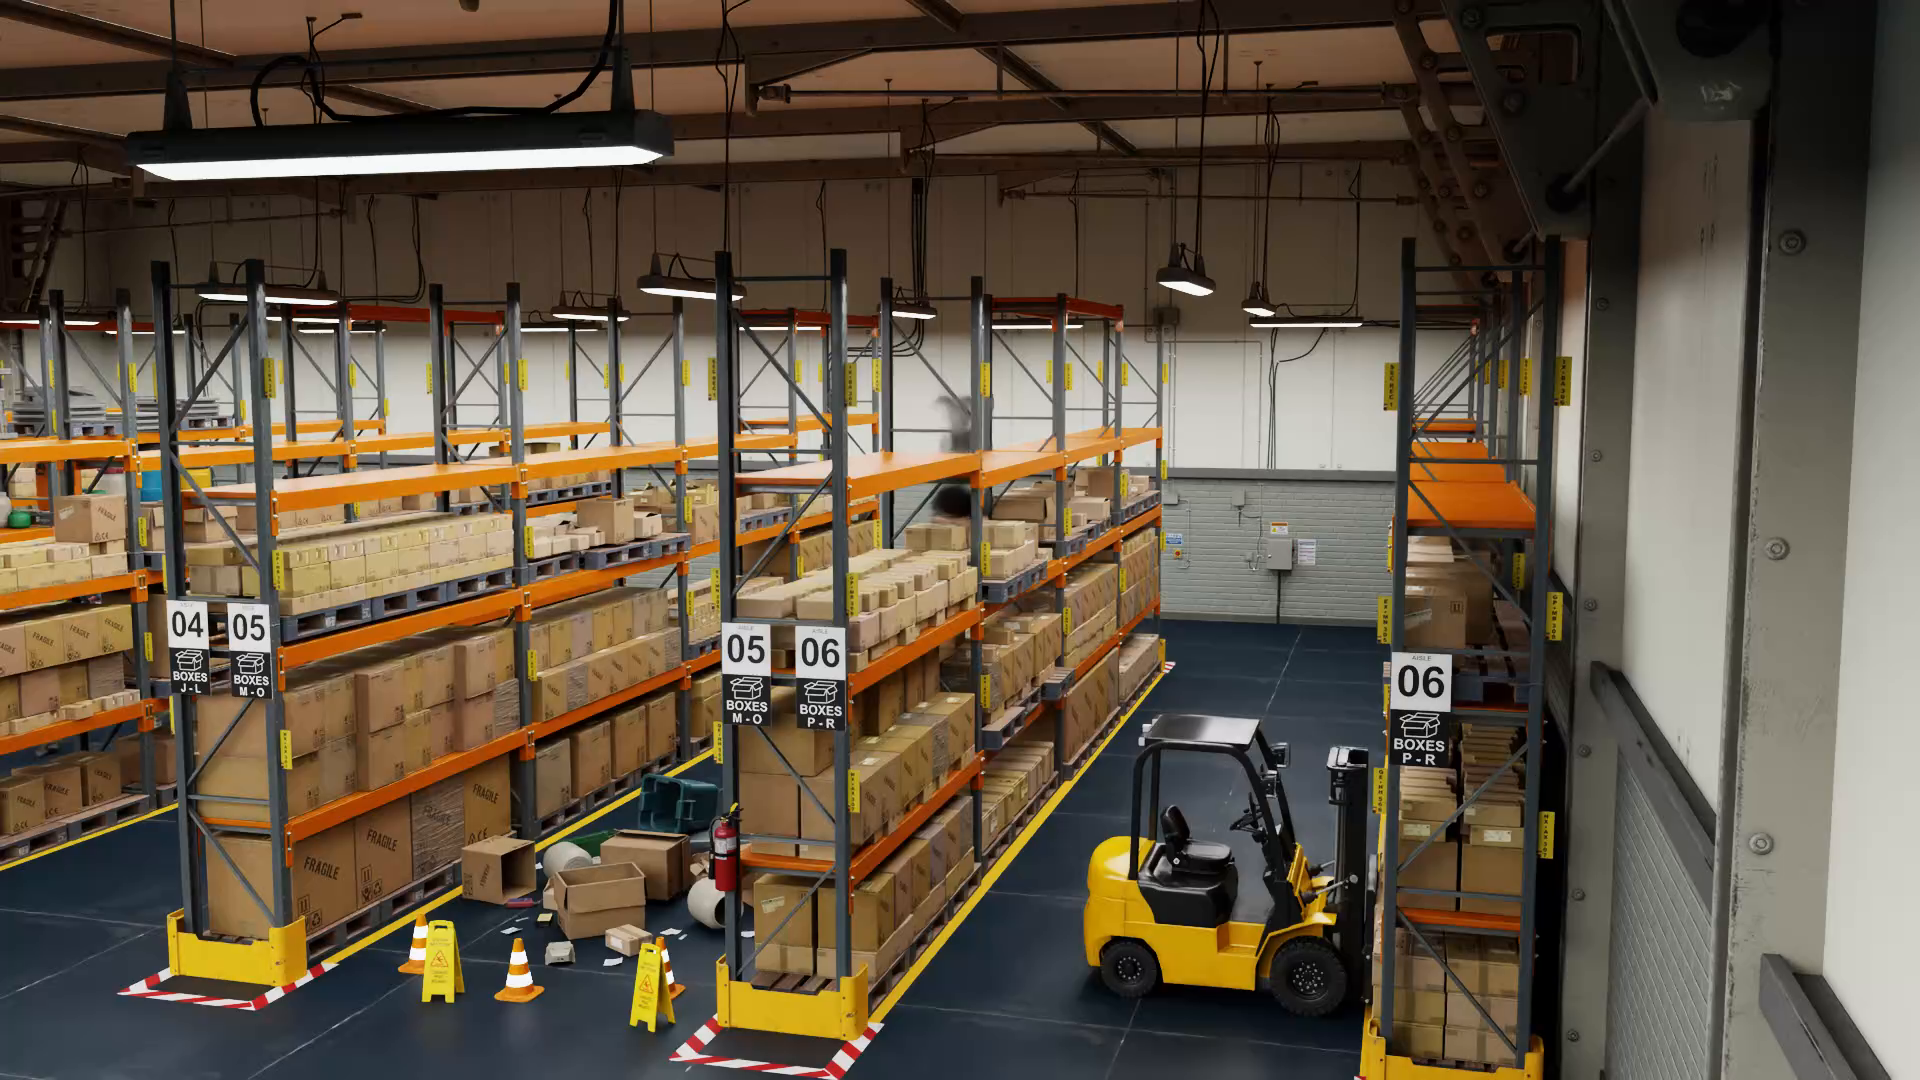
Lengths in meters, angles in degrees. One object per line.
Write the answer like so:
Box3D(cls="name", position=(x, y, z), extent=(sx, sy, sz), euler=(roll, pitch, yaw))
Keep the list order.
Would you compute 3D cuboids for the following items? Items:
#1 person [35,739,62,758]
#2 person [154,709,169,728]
Box3D(cls="person", position=(-12.140, 1.982, 21.895), extent=(0.656, 1.794, 0.769), euler=(0, 6, -2))
Box3D(cls="person", position=(-11.334, 1.816, 23.478), extent=(0.682, 1.765, 0.849), euler=(0, 6, 0))
